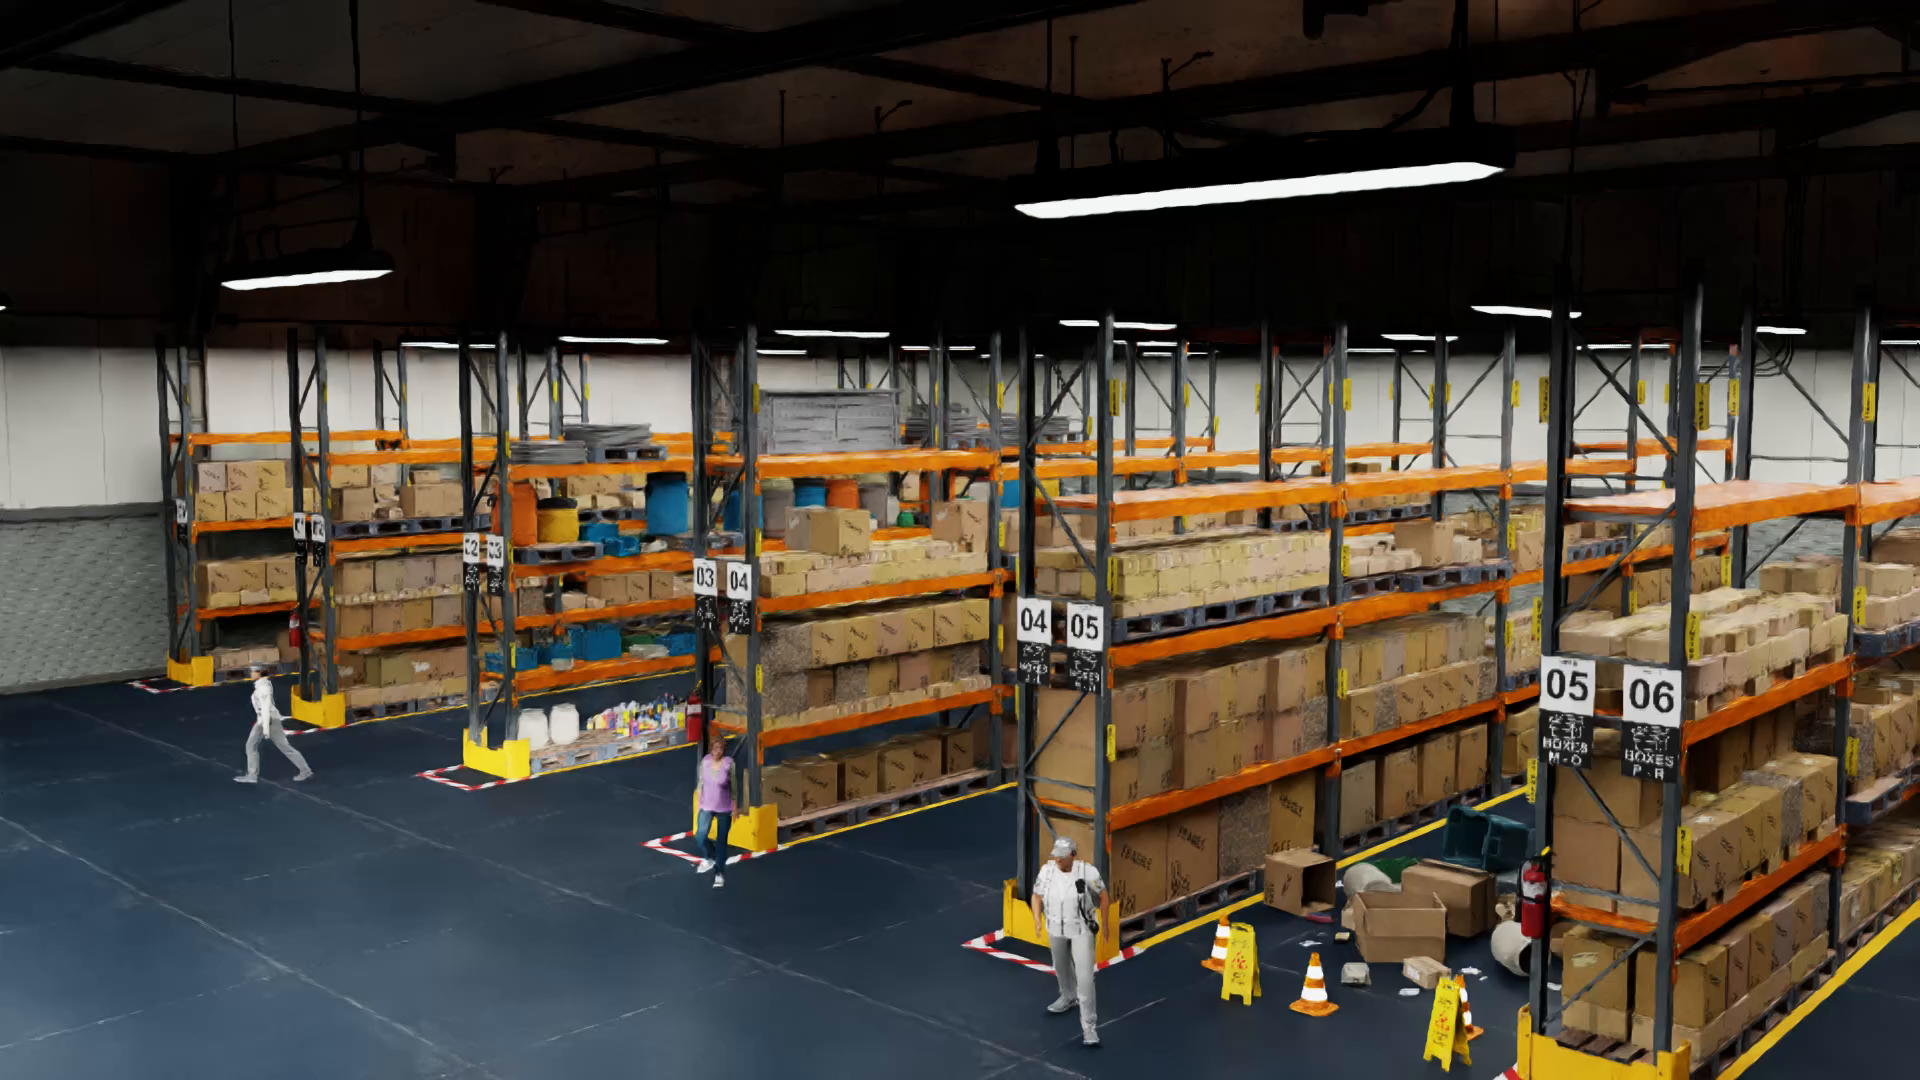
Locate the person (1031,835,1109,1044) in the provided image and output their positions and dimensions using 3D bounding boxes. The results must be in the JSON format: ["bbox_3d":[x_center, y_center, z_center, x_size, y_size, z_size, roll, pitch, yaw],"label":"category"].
[{"bbox_3d":[0.919,3.116,13.318,0.655,1.589,0.806,3,6,26],"label":"person"}]

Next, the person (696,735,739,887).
[{"bbox_3d":[-2.506,2.766,17.146,0.477,1.590,0.476,0,5,4],"label":"person"}]

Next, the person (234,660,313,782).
[{"bbox_3d":[-8.902,2.340,21.497,0.933,1.613,0.517,-3,6,-26],"label":"person"}]
